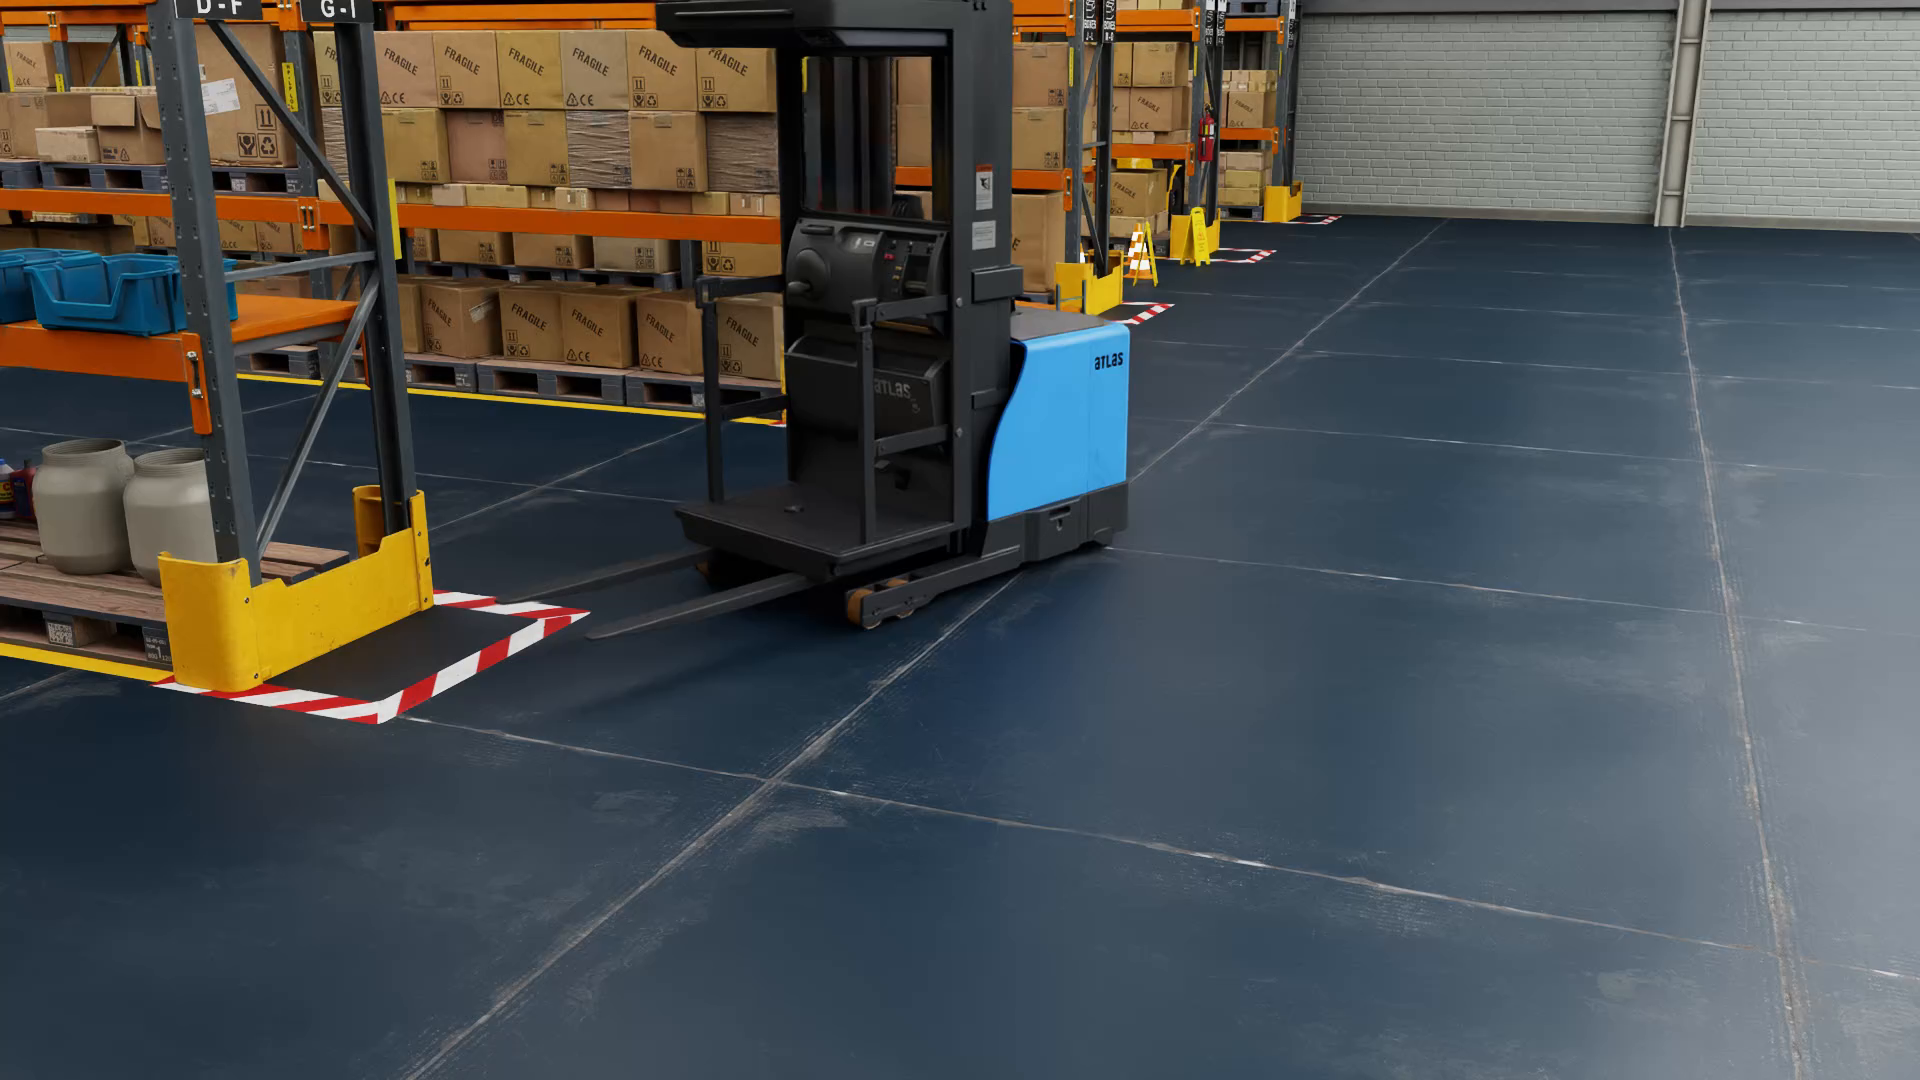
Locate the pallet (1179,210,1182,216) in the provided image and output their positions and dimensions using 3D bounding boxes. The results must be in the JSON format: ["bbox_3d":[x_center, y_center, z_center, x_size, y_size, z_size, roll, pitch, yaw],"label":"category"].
[{"bbox_3d":[2.867,-5.034,25.135,1.213,0.211,1.003,6,17,21],"label":"pallet"}]

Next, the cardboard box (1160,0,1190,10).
[{"bbox_3d":[2.473,-6.177,19.140,0.250,0.149,0.380,6,17,21],"label":"cardboard box"}]

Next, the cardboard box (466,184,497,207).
[{"bbox_3d":[-3.188,-2.390,11.475,0.250,0.149,0.380,6,17,21],"label":"cardboard box"}]

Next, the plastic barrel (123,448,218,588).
[{"bbox_3d":[-3.186,-0.092,6.821,0.421,0.512,0.421,0,16,0],"label":"plastic barrel"}]

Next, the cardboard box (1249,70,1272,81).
[{"bbox_3d":[4.315,-6.665,23.875,0.250,0.149,0.380,6,17,21],"label":"cardboard box"}]

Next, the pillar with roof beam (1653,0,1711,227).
[{"bbox_3d":[8.410,-7.636,18.337,0.400,9.000,9.100,6,17,21],"label":"pillar with roof beam"}]

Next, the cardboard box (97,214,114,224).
[{"bbox_3d":[-10.198,-3.922,20.129,0.250,0.149,0.380,7,18,23],"label":"cardboard box"}]

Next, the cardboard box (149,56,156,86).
[{"bbox_3d":[-11.635,-6.935,24.708,0.500,0.500,0.500,6,17,19],"label":"cardboard box"}]

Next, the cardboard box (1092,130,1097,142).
[{"bbox_3d":[1.723,-4.802,19.786,0.250,0.149,0.380,7,17,22],"label":"cardboard box"}]

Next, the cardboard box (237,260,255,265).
[{"bbox_3d":[-5.971,-1.922,13.108,0.500,0.500,0.700,5,17,16],"label":"cardboard box"}]

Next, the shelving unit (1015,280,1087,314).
[{"bbox_3d":[0.369,-0.754,8.620,0.503,1.200,0.258,13,21,38],"label":"shelving unit"}]

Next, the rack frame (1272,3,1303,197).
[{"bbox_3d":[4.725,-6.181,24.083,0.127,3.000,1.000,6,17,21],"label":"rack frame"}]

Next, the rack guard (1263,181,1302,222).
[{"bbox_3d":[4.747,-4.978,24.423,0.348,0.500,1.175,6,17,21],"label":"rack guard"}]

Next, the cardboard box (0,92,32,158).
[{"bbox_3d":[-7.654,-3.346,13.386,0.500,0.500,0.500,4,17,14],"label":"cardboard box"}]

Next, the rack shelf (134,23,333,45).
[{"bbox_3d":[-10.116,-7.420,24.262,4.000,0.370,1.077,6,17,21],"label":"rack shelf"}]

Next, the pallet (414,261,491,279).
[{"bbox_3d":[-5.551,-2.978,18.052,1.213,0.211,1.003,6,17,21],"label":"pallet"}]

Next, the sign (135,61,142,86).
[{"bbox_3d":[-9.778,-5.527,19.753,0.005,0.325,0.100,6,17,21],"label":"sign"}]

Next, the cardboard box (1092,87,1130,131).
[{"bbox_3d":[1.837,-5.120,19.717,0.500,0.500,0.500,6,17,21],"label":"cardboard box"}]

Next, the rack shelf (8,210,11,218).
[{"bbox_3d":[-10.031,-3.000,14.418,4.000,0.370,1.077,6,17,21],"label":"rack shelf"}]

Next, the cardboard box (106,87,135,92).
[{"bbox_3d":[-9.281,-4.979,18.576,0.250,0.149,0.380,6,17,21],"label":"cardboard box"}]

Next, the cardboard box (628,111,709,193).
[{"bbox_3d":[-1.740,-2.597,11.026,0.500,0.500,0.875,6,17,21],"label":"cardboard box"}]

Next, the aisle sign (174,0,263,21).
[{"bbox_3d":[-2.588,-2.202,5.716,0.004,0.787,0.394,6,17,21],"label":"aisle sign"}]

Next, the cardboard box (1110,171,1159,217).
[{"bbox_3d":[2.066,-4.148,19.917,0.500,0.500,0.500,6,17,21],"label":"cardboard box"}]

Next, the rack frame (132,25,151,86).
[{"bbox_3d":[-11.977,-6.530,25.285,0.127,3.000,1.000,6,17,21],"label":"rack frame"}]

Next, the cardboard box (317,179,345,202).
[{"bbox_3d":[-4.360,-2.511,11.894,0.250,0.149,0.380,6,17,21],"label":"cardboard box"}]

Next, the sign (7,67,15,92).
[{"bbox_3d":[-7.981,-3.801,13.951,0.005,0.325,0.100,6,17,21],"label":"sign"}]

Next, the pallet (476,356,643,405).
[{"bbox_3d":[-2.673,-1.209,11.959,1.213,0.211,1.003,6,17,21],"label":"pallet"}]

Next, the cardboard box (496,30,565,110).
[{"bbox_3d":[-2.725,-3.141,11.105,0.500,0.500,0.500,6,17,21],"label":"cardboard box"}]

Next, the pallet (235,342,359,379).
[{"bbox_3d":[-5.175,-1.472,12.865,1.213,0.211,1.003,6,17,21],"label":"pallet"}]

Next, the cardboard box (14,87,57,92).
[{"bbox_3d":[-10.532,-4.993,19.280,0.500,0.500,0.500,6,17,21],"label":"cardboard box"}]

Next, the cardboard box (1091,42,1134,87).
[{"bbox_3d":[1.884,-5.613,19.622,0.500,0.500,0.700,6,17,21],"label":"cardboard box"}]

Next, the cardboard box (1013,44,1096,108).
[{"bbox_3d":[0.854,-4.237,15.183,0.550,0.550,0.875,6,17,21],"label":"cardboard box"}]

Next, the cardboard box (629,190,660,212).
[{"bbox_3d":[-1.998,-2.281,11.103,0.250,0.149,0.380,6,17,21],"label":"cardboard box"}]

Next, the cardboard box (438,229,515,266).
[{"bbox_3d":[-4.909,-3.364,17.663,0.750,0.750,1.050,7,17,21],"label":"cardboard box"}]

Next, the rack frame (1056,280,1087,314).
[{"bbox_3d":[0.557,-0.711,8.471,0.015,1.200,0.240,13,21,38],"label":"rack frame"}]

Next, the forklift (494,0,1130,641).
[{"bbox_3d":[-0.557,-1.198,7.044,1.130,2.935,3.031,15,22,41],"label":"forklift"}]

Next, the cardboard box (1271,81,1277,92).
[{"bbox_3d":[4.505,-6.642,24.330,0.250,0.149,0.380,6,17,19],"label":"cardboard box"}]

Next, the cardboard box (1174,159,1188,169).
[{"bbox_3d":[3.232,-5.608,24.495,0.500,0.250,0.500,7,17,21],"label":"cardboard box"}]

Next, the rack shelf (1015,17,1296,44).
[{"bbox_3d":[2.865,-7.480,24.470,4.000,0.370,1.077,6,17,21],"label":"rack shelf"}]

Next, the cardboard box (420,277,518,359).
[{"bbox_3d":[-3.557,-1.625,12.122,0.500,0.500,0.500,13,21,38],"label":"cardboard box"}]

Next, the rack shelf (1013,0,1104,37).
[{"bbox_3d":[-0.675,-4.898,15.576,4.000,0.370,1.077,6,17,21],"label":"rack shelf"}]

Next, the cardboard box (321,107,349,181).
[{"bbox_3d":[-4.054,-2.861,11.934,0.500,0.500,0.875,6,17,21],"label":"cardboard box"}]

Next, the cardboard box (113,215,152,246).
[{"bbox_3d":[-9.388,-3.683,19.210,0.500,0.500,0.500,7,18,23],"label":"cardboard box"}]

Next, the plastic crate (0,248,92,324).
[{"bbox_3d":[-3.724,-1.008,6.533,0.408,0.251,0.499,6,17,21],"label":"plastic crate"}]

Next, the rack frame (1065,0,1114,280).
[{"bbox_3d":[1.185,-3.599,15.189,0.127,3.000,1.000,6,17,21],"label":"rack frame"}]

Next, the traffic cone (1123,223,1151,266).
[{"bbox_3d":[2.034,-3.384,19.000,0.334,0.463,0.336,6,17,21],"label":"traffic cone"}]

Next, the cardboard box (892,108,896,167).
[{"bbox_3d":[-0.679,-3.881,15.892,0.500,0.550,0.875,6,17,21],"label":"cardboard box"}]

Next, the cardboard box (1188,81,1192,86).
[{"bbox_3d":[3.340,-6.607,24.209,0.250,0.149,0.380,6,17,19],"label":"cardboard box"}]
